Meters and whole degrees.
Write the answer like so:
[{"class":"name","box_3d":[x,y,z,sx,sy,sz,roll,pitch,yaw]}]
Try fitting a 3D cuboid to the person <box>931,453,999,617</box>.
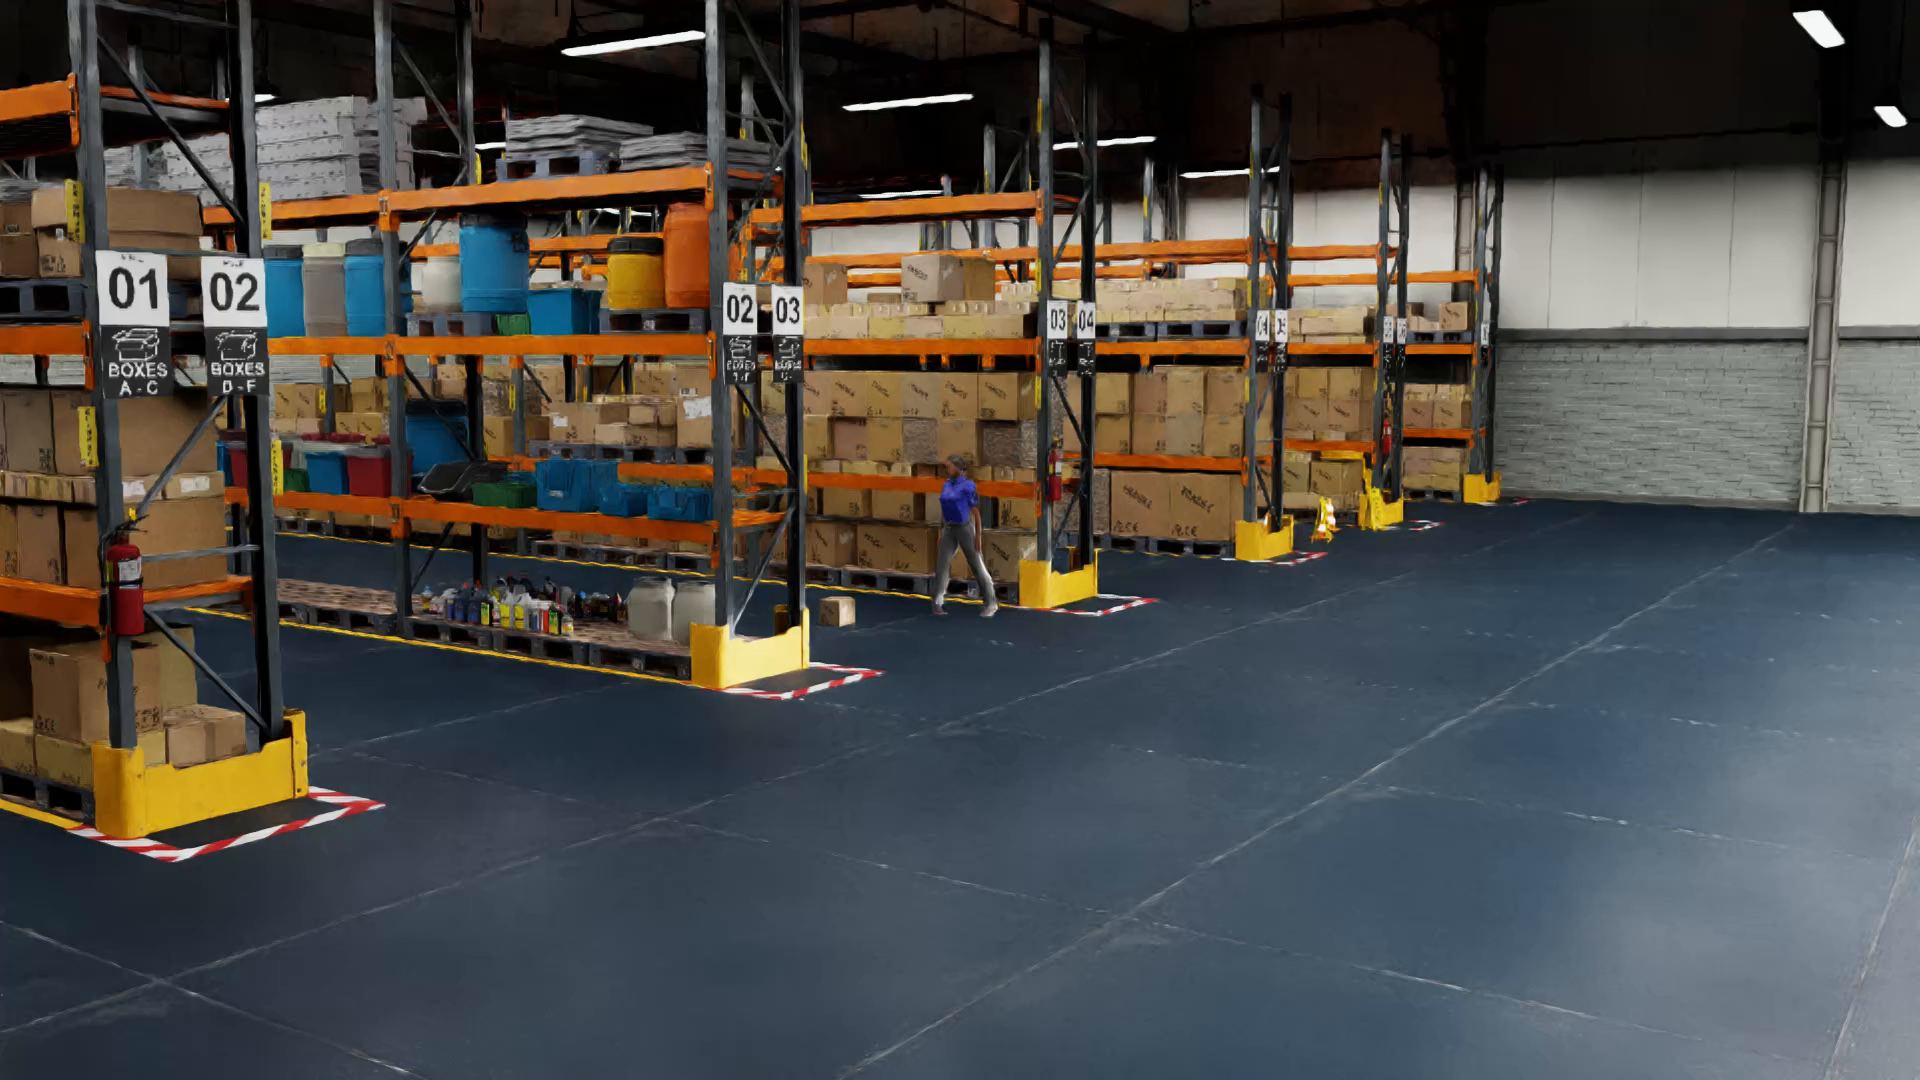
[{"class":"person","box_3d":[0.025,-0.047,16.797,0.580,1.659,0.575,5,8,39]}]
